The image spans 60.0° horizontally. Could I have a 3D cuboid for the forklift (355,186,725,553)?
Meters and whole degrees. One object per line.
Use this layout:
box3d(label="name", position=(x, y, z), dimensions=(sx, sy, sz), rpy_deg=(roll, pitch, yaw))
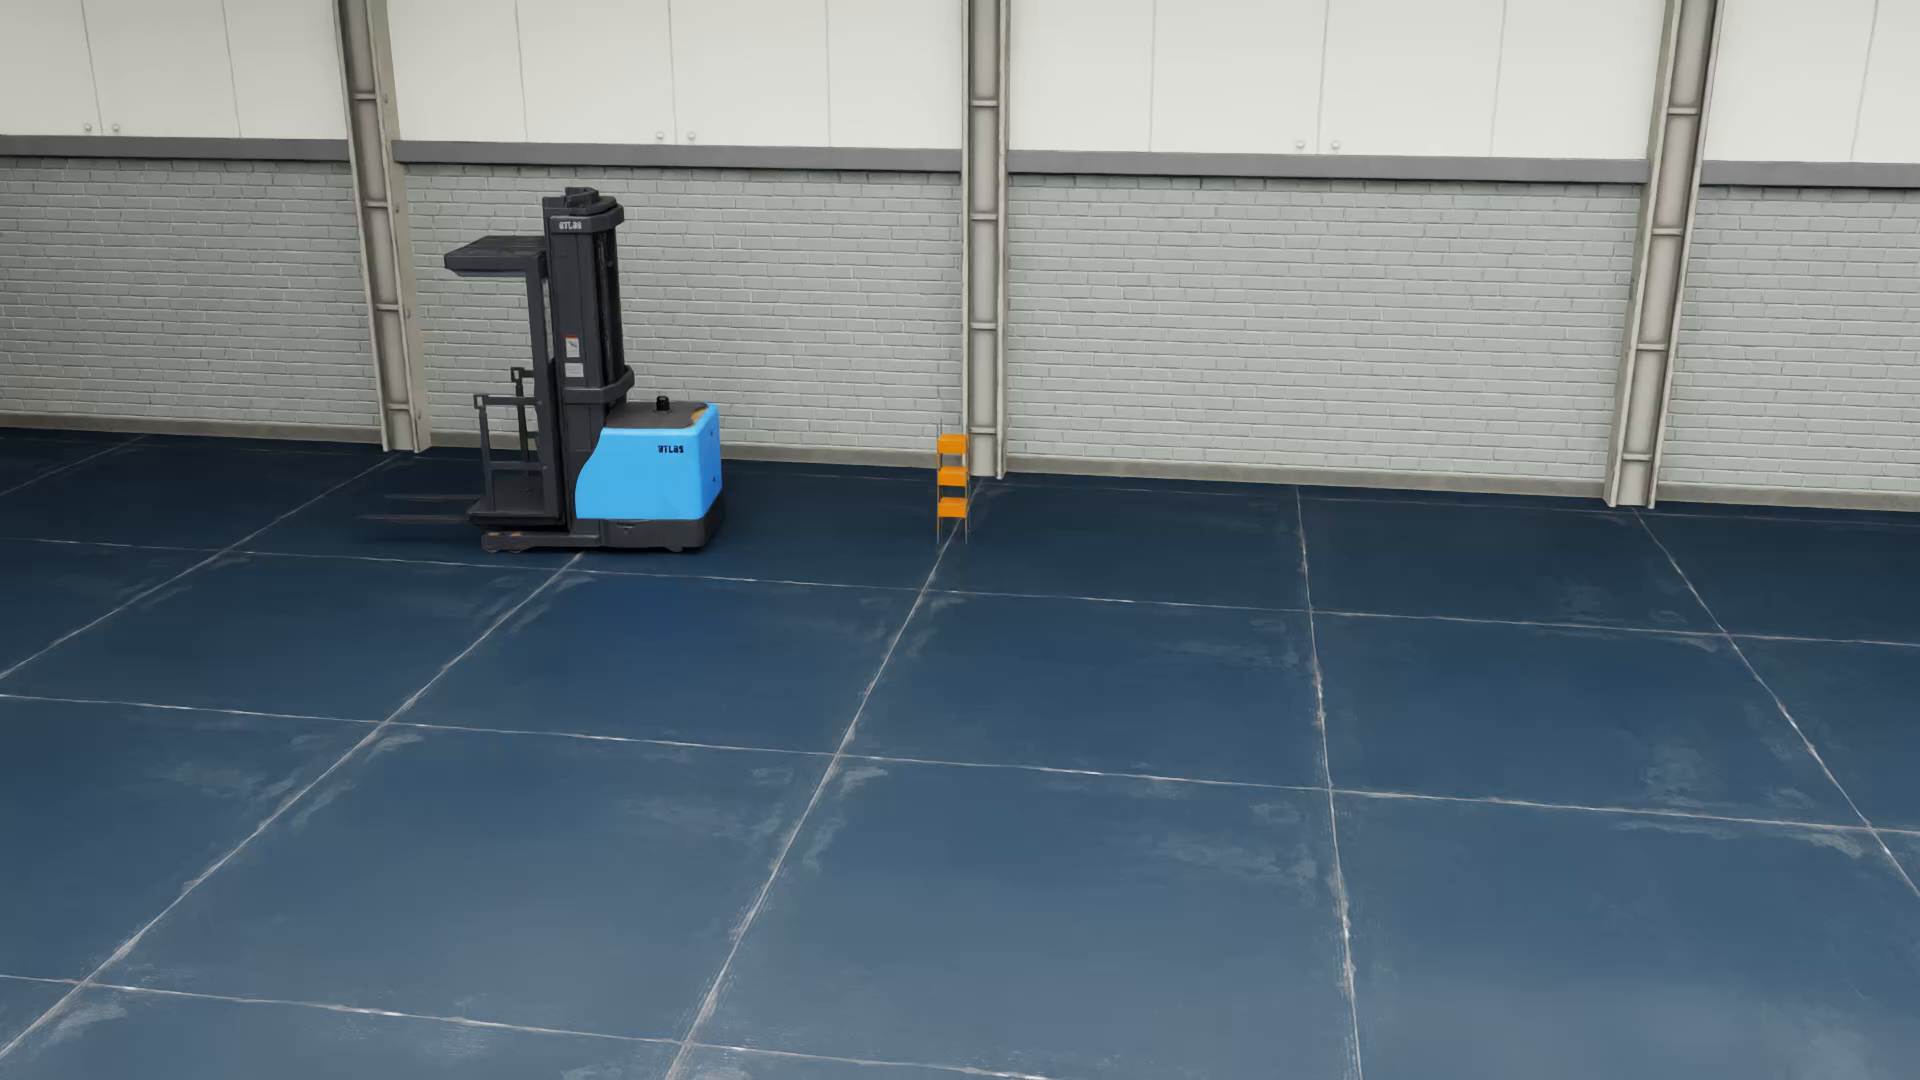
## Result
box3d(label="forklift", position=(-3.626, -1.448, 14.012), dimensions=(3.031, 2.935, 1.130), rpy_deg=(1, 19, 3))

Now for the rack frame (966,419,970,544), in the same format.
box3d(label="rack frame", position=(0.068, -0.494, 14.126), dimensions=(0.008, 1.050, 0.200), rpy_deg=(3, 19, 9))

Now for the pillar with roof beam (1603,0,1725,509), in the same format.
box3d(label="pillar with roof beam", position=(5.477, -3.262, 9.870), dimensions=(0.400, 9.000, 9.100), rpy_deg=(3, 19, 9))

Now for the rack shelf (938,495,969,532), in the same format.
box3d(label="rack shelf", position=(-0.053, -0.227, 14.236), dimensions=(0.240, 0.259, 0.215), rpy_deg=(3, 19, 9))

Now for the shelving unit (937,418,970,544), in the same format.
box3d(label="shelving unit", position=(-0.053, -0.501, 14.145), dimensions=(0.252, 1.050, 0.215), rpy_deg=(3, 19, 9))

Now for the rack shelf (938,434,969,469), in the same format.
box3d(label="rack shelf", position=(-0.053, -0.760, 14.058), dimensions=(0.240, 0.259, 0.215), rpy_deg=(3, 19, 9))

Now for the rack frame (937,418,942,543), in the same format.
box3d(label="rack frame", position=(-0.173, -0.507, 14.163), dimensions=(0.008, 1.050, 0.200), rpy_deg=(3, 19, 9))

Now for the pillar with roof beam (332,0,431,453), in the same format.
box3d(label="pillar with roof beam", position=(-6.371, -3.866, 11.675), dimensions=(0.400, 9.000, 9.100), rpy_deg=(3, 19, 9))

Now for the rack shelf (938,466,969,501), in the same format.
box3d(label="rack shelf", position=(-0.053, -0.491, 14.148), dimensions=(0.240, 0.259, 0.215), rpy_deg=(3, 19, 9))

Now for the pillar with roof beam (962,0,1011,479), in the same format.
box3d(label="pillar with roof beam", position=(-0.447, -3.564, 10.772), dimensions=(0.400, 9.000, 9.100), rpy_deg=(3, 19, 9))
